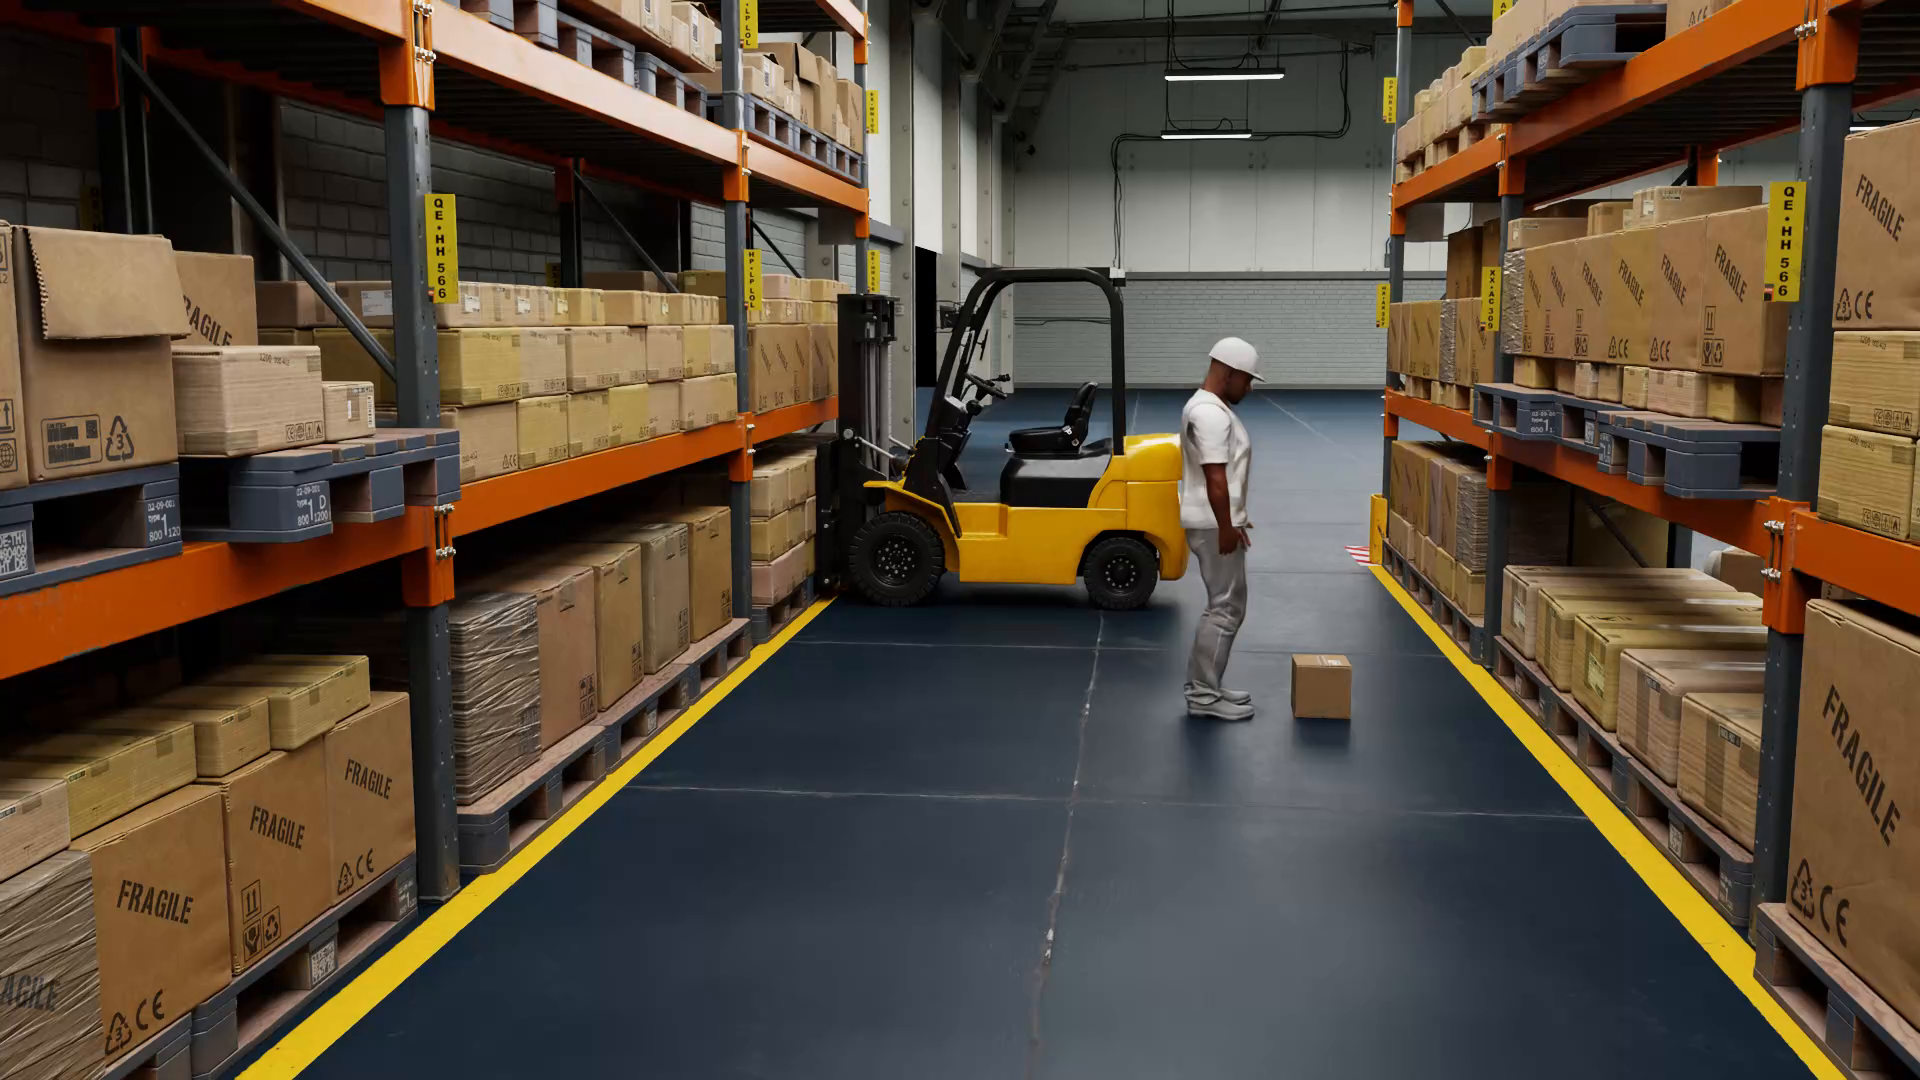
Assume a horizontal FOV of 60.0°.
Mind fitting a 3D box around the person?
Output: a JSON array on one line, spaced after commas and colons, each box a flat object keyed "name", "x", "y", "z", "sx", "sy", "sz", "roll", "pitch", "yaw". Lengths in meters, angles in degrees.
[{"name": "person", "x": 1.215, "y": -0.065, "z": 7.771, "sx": 0.390, "sy": 1.750, "sz": 0.575, "roll": 1, "pitch": 8, "yaw": 7}]
